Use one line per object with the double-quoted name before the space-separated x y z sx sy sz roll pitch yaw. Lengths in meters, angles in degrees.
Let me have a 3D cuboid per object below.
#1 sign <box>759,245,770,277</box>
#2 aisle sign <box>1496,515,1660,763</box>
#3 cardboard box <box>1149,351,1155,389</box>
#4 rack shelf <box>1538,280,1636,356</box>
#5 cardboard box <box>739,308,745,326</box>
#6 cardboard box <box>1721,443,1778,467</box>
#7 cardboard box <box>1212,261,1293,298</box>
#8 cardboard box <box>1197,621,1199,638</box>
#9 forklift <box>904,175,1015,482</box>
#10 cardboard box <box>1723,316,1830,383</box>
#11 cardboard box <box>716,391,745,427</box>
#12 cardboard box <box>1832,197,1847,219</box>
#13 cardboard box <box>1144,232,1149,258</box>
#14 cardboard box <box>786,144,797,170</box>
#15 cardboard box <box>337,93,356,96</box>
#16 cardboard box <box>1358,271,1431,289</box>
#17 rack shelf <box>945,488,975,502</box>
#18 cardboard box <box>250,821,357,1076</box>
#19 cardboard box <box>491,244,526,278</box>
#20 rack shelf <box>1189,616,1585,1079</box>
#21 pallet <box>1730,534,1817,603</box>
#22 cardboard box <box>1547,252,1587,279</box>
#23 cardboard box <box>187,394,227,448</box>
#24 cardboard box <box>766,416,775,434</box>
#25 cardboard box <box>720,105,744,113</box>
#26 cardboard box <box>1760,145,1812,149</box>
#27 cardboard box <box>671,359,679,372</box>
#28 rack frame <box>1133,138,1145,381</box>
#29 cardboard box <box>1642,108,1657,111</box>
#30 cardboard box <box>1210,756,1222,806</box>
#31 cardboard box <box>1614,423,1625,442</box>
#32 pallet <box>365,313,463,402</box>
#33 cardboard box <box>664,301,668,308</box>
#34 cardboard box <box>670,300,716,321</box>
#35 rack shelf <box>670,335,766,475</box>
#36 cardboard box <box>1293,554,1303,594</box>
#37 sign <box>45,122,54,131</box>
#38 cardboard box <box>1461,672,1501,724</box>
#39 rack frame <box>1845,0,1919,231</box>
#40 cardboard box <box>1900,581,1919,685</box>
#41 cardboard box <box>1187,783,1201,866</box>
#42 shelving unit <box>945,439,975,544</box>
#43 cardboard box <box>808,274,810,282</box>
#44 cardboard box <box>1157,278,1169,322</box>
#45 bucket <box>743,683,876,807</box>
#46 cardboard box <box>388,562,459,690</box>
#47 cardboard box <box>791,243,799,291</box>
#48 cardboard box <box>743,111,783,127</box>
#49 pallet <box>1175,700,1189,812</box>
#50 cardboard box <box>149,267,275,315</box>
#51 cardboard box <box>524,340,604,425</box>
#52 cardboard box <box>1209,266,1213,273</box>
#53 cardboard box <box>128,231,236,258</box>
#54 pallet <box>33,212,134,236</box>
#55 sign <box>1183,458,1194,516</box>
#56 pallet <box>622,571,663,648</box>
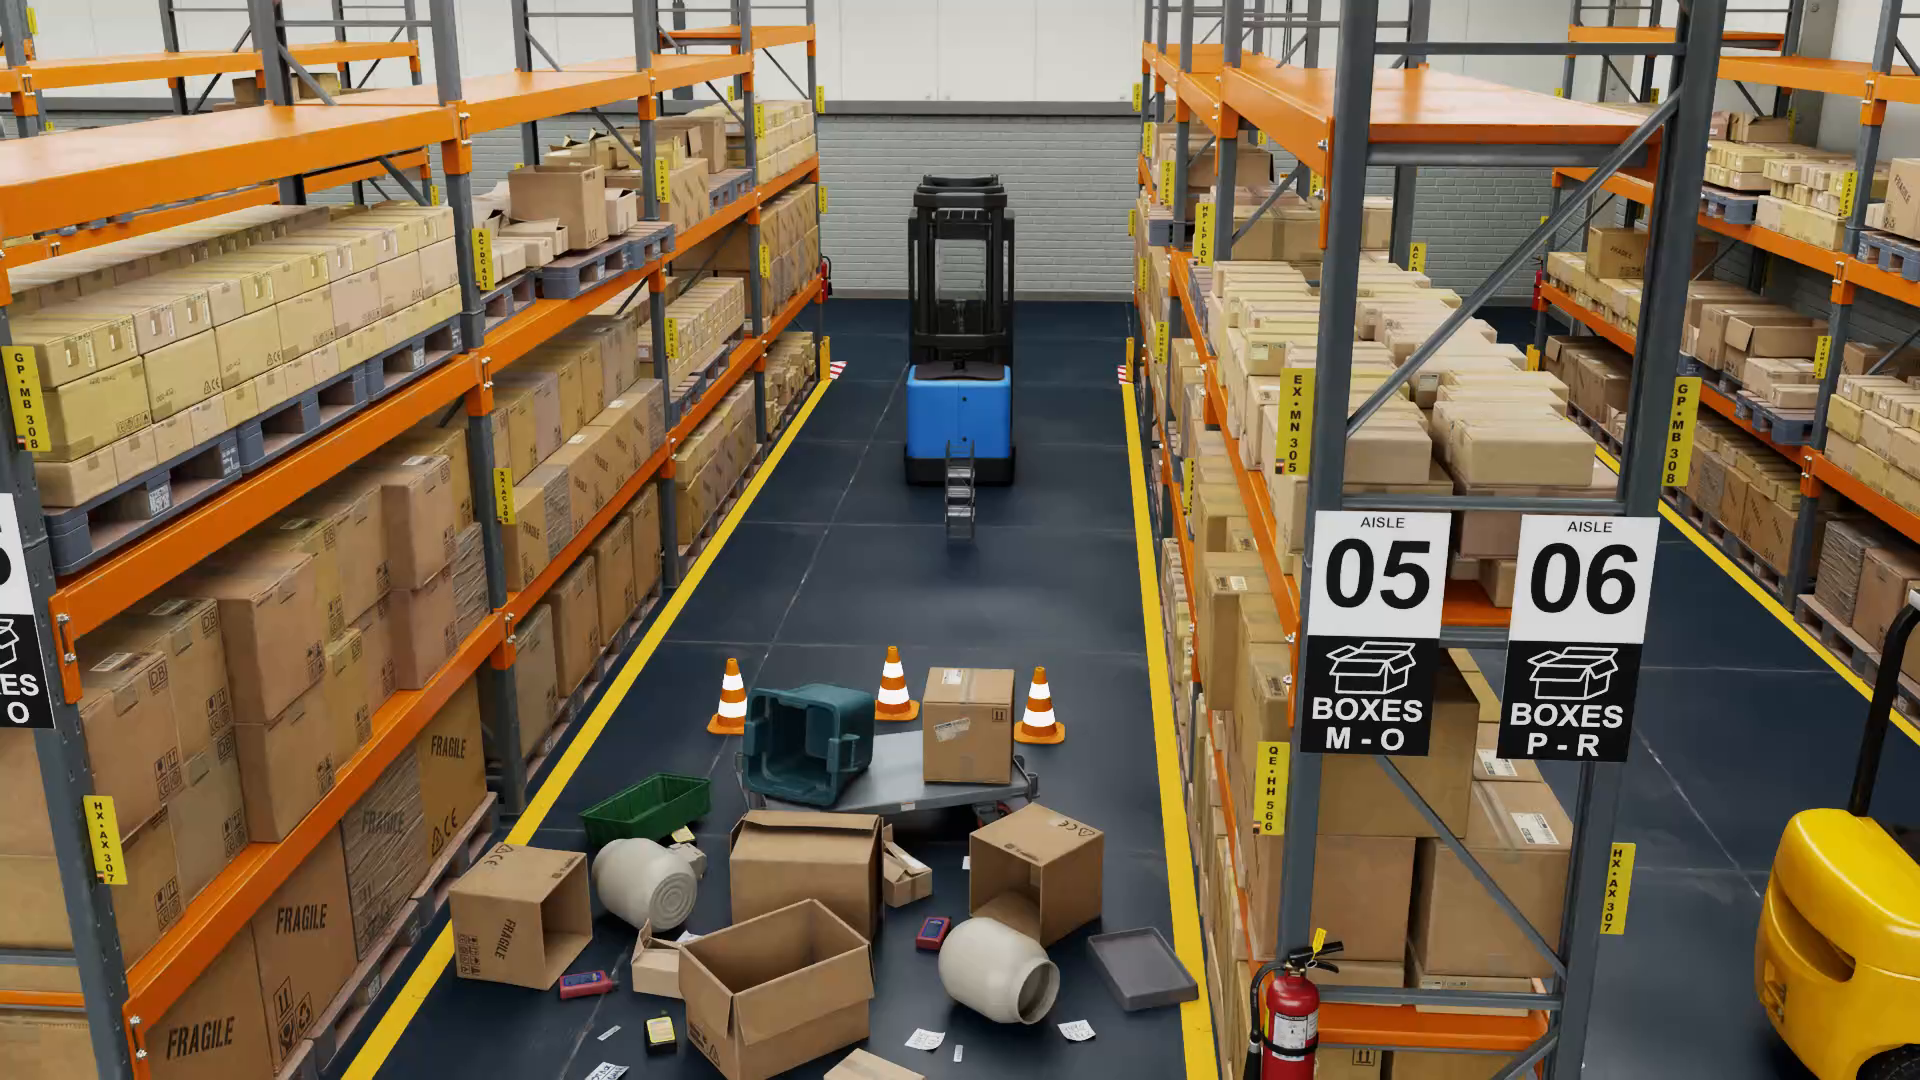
"sign" -1.984 -2.831 16.886 0.100 0.325 0.005 1 18 4
"aisle sign" 1.851 0.305 5.000 0.394 0.787 0.004 1 18 4
"cardboard box" 1.979 -1.536 15.035 0.500 0.250 0.500 1 18 3
"rack shelf" 7.501 -2.382 18.532 1.077 0.370 4.000 1 18 4
"cardboard box" -2.369 -2.244 16.684 0.380 0.149 0.250 1 18 3
"cardboard box" 6.977 -0.751 14.696 0.380 0.149 0.250 0 18 1
"cardboard box" 1.485 -1.323 8.448 0.380 0.149 0.250 1 18 3
"cardboard box" 1.491 0.482 9.039 0.380 0.149 0.250 1 18 4
"forklift" 0.018 -2.373 17.458 1.130 2.935 3.031 0 18 1
"cardboard box" 7.004 -1.621 14.211 0.797 0.503 0.637 1 18 3
"cardboard box" -2.389 -1.264 16.098 0.500 0.250 0.500 2 18 7
"cardboard box" 6.856 -2.520 12.580 0.380 0.149 0.250 2 18 5
"cardboard box" 2.165 -2.888 17.154 0.500 0.500 0.500 1 18 3
"cardboard box" -2.117 -4.263 18.540 0.500 0.250 0.500 2 18 6
"cardboard box" -7.324 -4.900 19.247 0.700 0.500 0.500 0 18 0
"cardboard box" 2.086 -1.227 8.157 0.380 0.149 0.250 1 18 3
"rack shelf" 0.001 -0.398 14.801 0.258 0.077 0.200 1 18 4
"cardboard box" -3.354 1.760 7.473 0.875 0.875 0.875 1 18 3
"cardboard box" -2.790 -1.677 9.975 0.250 0.149 0.380 1 18 4
"rack shelf" 1.690 1.235 7.493 1.077 0.370 4.000 1 18 4
"pallet" 7.162 0.233 13.872 1.003 0.211 1.213 1 18 4
"cardboard box" 7.343 -3.281 19.881 0.500 0.250 0.500 1 18 4
"cardboard box" -3.000 -0.453 6.240 0.380 0.149 0.250 1 18 4
"cardboard box" -2.191 -1.243 17.802 0.380 0.149 0.250 0 18 2
"cardboard box" -2.561 -4.901 19.042 0.380 0.149 0.250 2 18 5
"cardboard box" 7.419 -3.463 14.947 0.380 0.149 0.250 2 18 5
"cardboard box" -2.572 -1.501 13.938 0.380 0.149 0.250 2 18 7
"rack frame" 2.693 -3.455 20.650 1.000 3.000 0.127 1 18 4
"cardboard box" 7.827 -4.612 18.325 0.500 0.250 0.500 1 18 4
"cardboard box" 1.401 1.172 8.023 0.380 0.149 0.250 2 18 7
"cardboard box" 7.105 -1.128 17.451 0.380 0.149 0.250 1 18 2
"pallet" -3.180 -0.937 8.290 1.003 0.211 1.213 1 18 4
"cardboard box" -3.060 -2.241 16.195 0.380 0.149 0.250 2 18 5
"cardboard box" -2.466 -2.121 15.352 0.380 0.149 0.250 0 18 1
"rack shelf" -2.681 -1.329 15.317 1.077 0.370 4.000 1 18 4
"cardboard box" 1.293 0.091 5.414 0.380 0.149 0.250 1 18 4
"sign" -11.581 -5.155 21.190 0.100 0.325 0.005 1 18 4
"cardboard box" 1.926 0.865 6.827 0.500 0.500 0.500 1 18 3
"rack frame" 7.071 -3.712 11.799 1.000 3.000 0.127 1 18 4
"cardboard box" 6.926 0.674 11.189 0.875 0.625 0.625 1 18 2
"cardboard box" 1.522 1.556 9.098 0.500 0.250 0.500 0 18 1
"shelving unit" 0.001 -0.430 14.791 0.258 0.900 0.210 1 18 4
"cardboard box" -2.048 -3.231 20.369 0.380 0.149 0.250 1 18 4
"cardboard box" 1.967 -1.973 14.361 0.500 0.500 0.500 1 18 4
"bucket" -0.822 1.120 9.505 0.726 0.611 0.620 8 10 23
"cardboard box" -3.143 0.408 8.621 0.875 0.550 0.550 1 18 4
"cardboard box" -2.142 -3.106 18.945 0.500 0.500 0.500 2 18 7
"cardboard box" -2.133 -4.565 18.019 0.380 0.149 0.250 2 18 7
"pallet" 1.887 1.355 10.449 1.003 0.211 1.213 1 18 4
"cardboard box" -2.965 -0.988 6.593 0.380 0.149 0.250 1 18 3
"cardboard box" -2.936 -1.117 11.747 0.700 0.500 0.500 1 18 3
"cardboard box" 1.809 -1.782 10.293 0.500 0.250 0.500 2 18 5
"cardboard box" -3.548 -1.317 7.596 0.380 0.149 0.250 1 18 5
"pallet" -7.771 -2.729 13.919 1.213 0.211 1.003 2 18 6
"sign" 1.279 -0.290 9.130 0.100 0.325 0.005 1 18 4
"pallet" -2.956 0.519 13.001 1.003 0.211 1.213 1 18 4
